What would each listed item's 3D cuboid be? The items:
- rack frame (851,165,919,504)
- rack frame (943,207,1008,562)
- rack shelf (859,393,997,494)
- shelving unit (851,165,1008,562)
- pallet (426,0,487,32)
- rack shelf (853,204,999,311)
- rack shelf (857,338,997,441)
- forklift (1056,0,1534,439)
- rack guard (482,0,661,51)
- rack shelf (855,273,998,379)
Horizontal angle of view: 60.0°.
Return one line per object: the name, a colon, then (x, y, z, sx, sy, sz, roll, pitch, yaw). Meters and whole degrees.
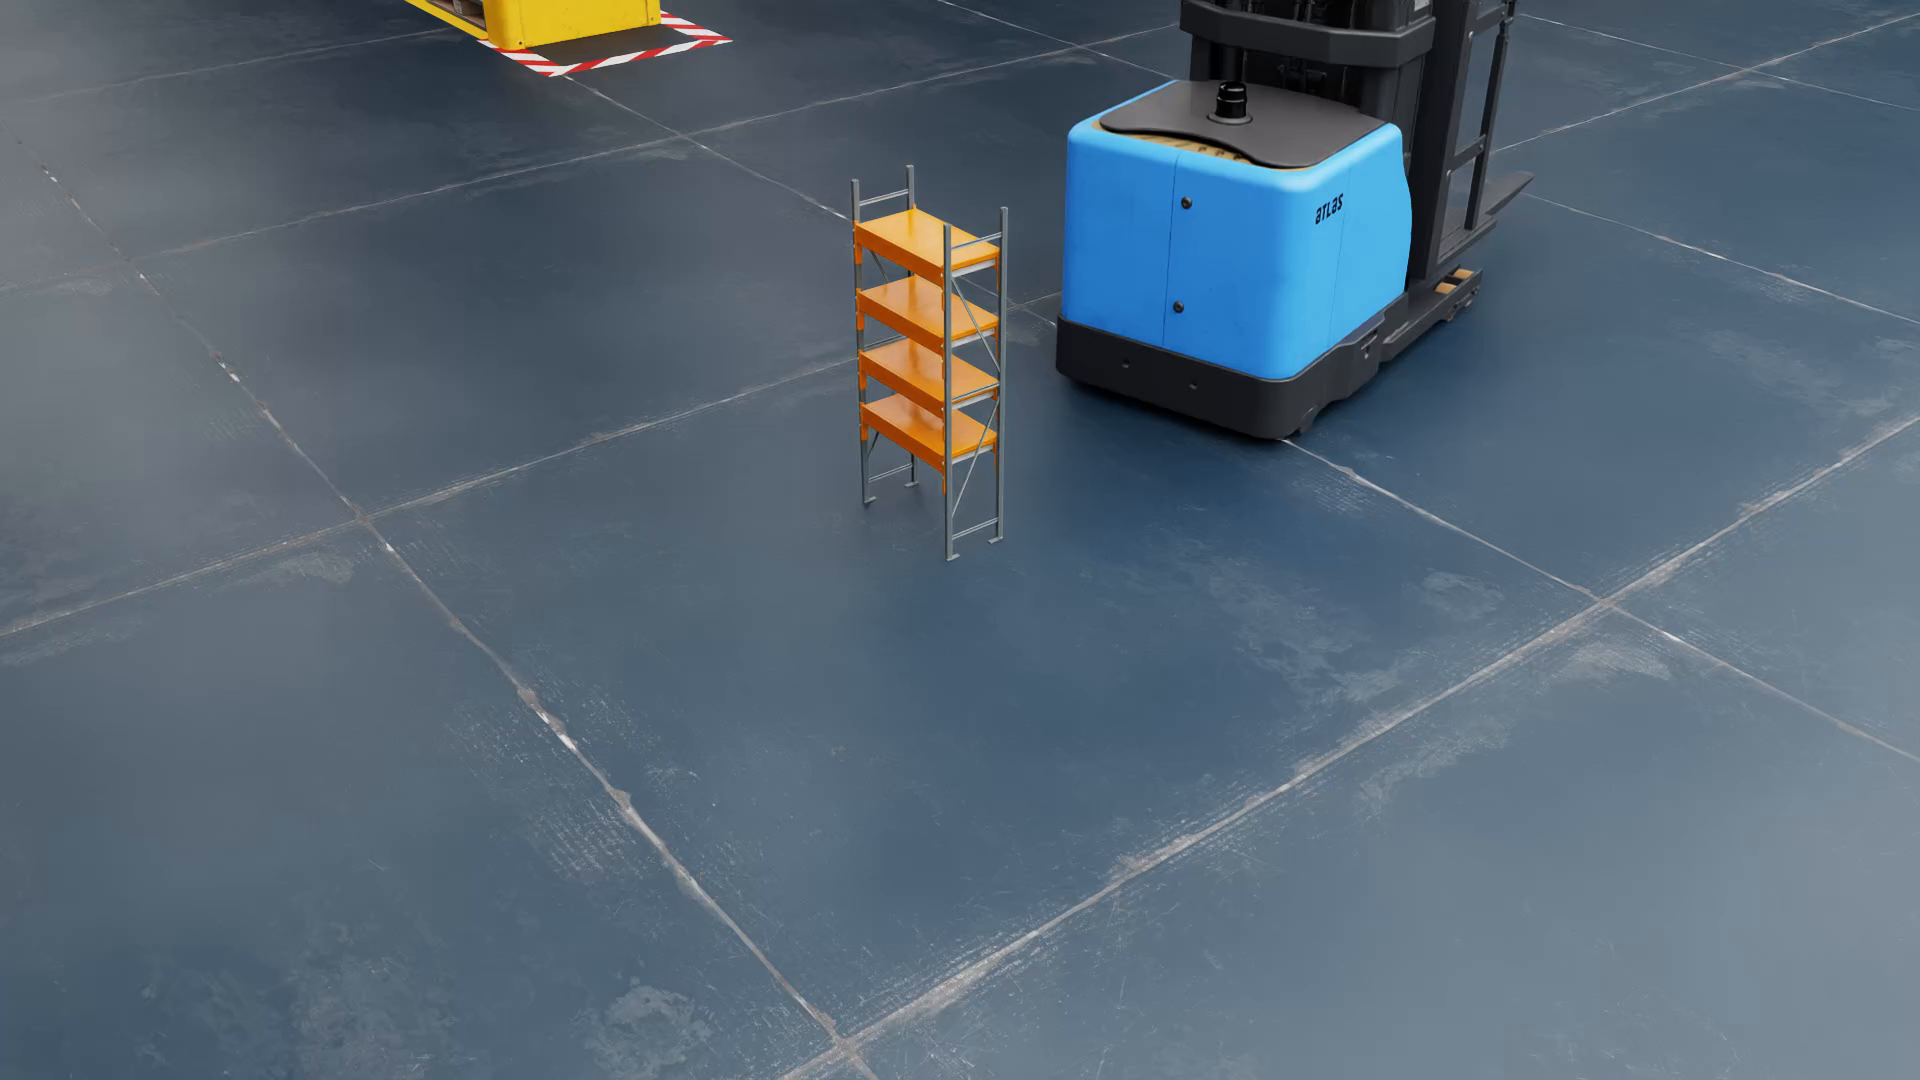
rack frame: (-0.251, -0.680, 5.708, 0.240, 1.200, 0.015, -22, 38, -31)
rack frame: (0.048, -0.477, 5.381, 0.240, 1.200, 0.015, -22, 38, -31)
rack shelf: (-0.102, -0.353, 5.685, 0.258, 0.148, 0.480, -22, 38, -31)
shelving unit: (-0.102, -0.579, 5.545, 0.258, 1.200, 0.503, -22, 38, -31)
pallet: (-3.106, -3.894, 11.819, 1.003, 0.211, 1.213, -22, 38, -31)
rack shelf: (-0.102, -0.912, 5.337, 0.258, 0.148, 0.480, -22, 38, -31)
rack shelf: (-0.102, -0.522, 5.580, 0.258, 0.148, 0.480, -22, 38, -31)
forklift: (1.674, -2.344, 6.746, 1.130, 2.935, 3.031, 22, 38, 31)
rack guard: (-2.612, -3.676, 11.195, 1.175, 0.500, 0.348, -22, 38, -31)
rack shelf: (-0.102, -0.712, 5.462, 0.258, 0.148, 0.480, -22, 38, -31)
